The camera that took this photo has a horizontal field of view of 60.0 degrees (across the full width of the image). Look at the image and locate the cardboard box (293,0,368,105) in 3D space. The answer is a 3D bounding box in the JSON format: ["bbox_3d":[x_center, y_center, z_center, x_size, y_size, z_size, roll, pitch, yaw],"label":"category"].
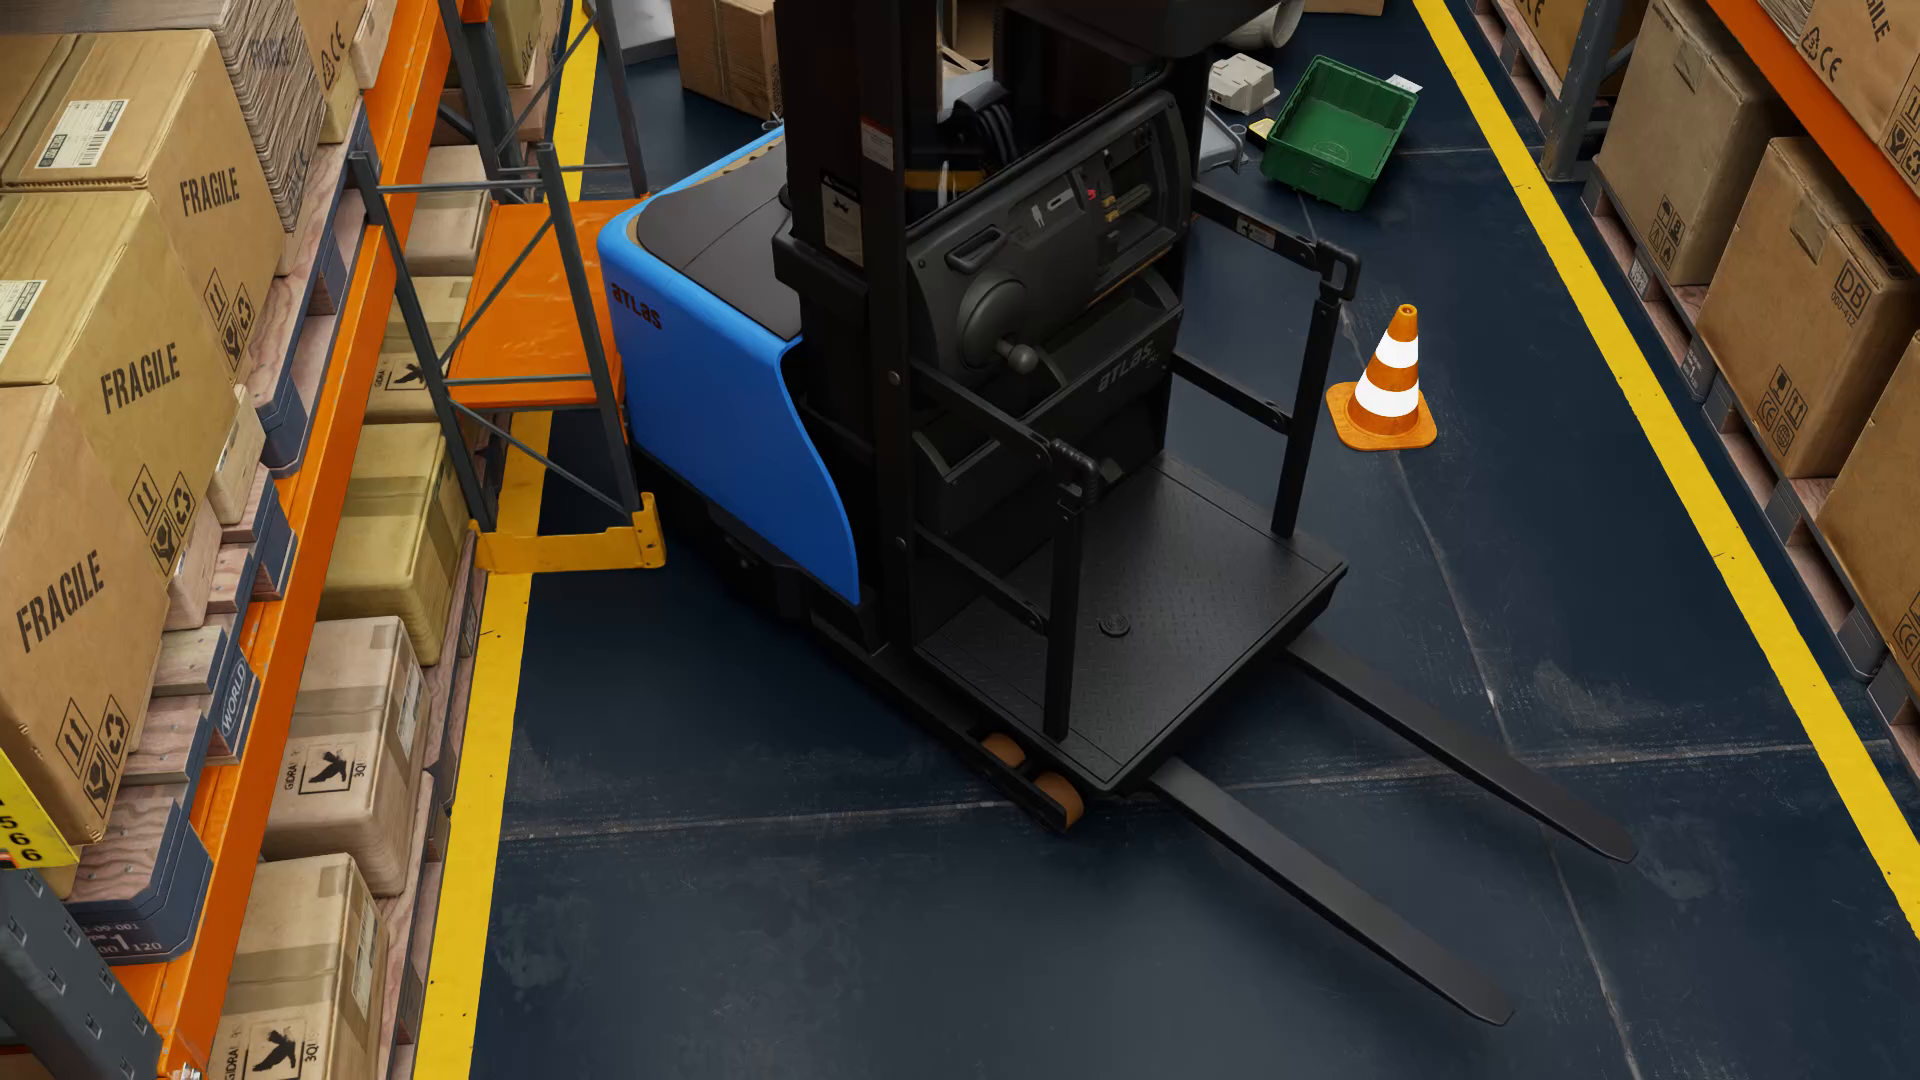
[{"bbox_3d":[-1.757,-1.368,3.917,0.500,0.500,0.500,-2,47,-2],"label":"cardboard box"}]

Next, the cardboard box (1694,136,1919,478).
[{"bbox_3d":[3.039,-0.743,5.148,1.050,0.750,0.750,-3,47,-3],"label":"cardboard box"}]

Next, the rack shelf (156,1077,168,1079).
[{"bbox_3d":[-1.602,2.448,1.361,1.077,0.370,4.000,-3,47,-3],"label":"rack shelf"}]

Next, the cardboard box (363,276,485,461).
[{"bbox_3d":[-1.994,-0.482,5.161,0.950,0.372,0.625,-1,47,-1],"label":"cardboard box"}]

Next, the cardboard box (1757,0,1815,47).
[{"bbox_3d":[2.639,-1.786,4.807,0.500,0.500,0.500,-3,47,-3],"label":"cardboard box"}]

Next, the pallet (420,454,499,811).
[{"bbox_3d":[-1.932,0.267,4.852,1.003,0.211,1.213,-3,47,-3],"label":"pallet"}]

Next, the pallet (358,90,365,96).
[{"bbox_3d":[-2.185,-1.512,4.748,1.003,0.211,1.213,-3,47,-3],"label":"pallet"}]

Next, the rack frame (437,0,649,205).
[{"bbox_3d":[-1.265,-1.185,5.324,0.500,1.500,0.032,-3,47,0],"label":"rack frame"}]

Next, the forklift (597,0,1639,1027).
[{"bbox_3d":[0.391,-0.652,3.849,3.031,2.935,1.130,34,55,28],"label":"forklift"}]

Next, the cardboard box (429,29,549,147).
[{"bbox_3d":[-1.885,-1.782,6.477,0.500,0.250,0.500,-5,47,-5],"label":"cardboard box"}]

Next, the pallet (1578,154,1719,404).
[{"bbox_3d":[2.960,-1.001,6.053,1.003,0.211,1.213,-3,47,-3],"label":"pallet"}]

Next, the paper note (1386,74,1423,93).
[{"bbox_3d":[1.861,-1.925,7.051,0.147,0.020,0.142,-36,56,-29],"label":"paper note"}]

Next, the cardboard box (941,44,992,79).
[{"bbox_3d":[-0.034,-1.920,6.885,0.258,0.266,0.396,-36,56,-29],"label":"cardboard box"}]

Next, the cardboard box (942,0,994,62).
[{"bbox_3d":[0.317,-2.429,7.111,0.797,0.637,0.503,-3,47,-3],"label":"cardboard box"}]

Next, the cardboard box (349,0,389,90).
[{"bbox_3d":[-1.699,-1.282,4.282,0.380,0.149,0.250,-3,47,-3],"label":"cardboard box"}]

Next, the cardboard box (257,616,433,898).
[{"bbox_3d":[-1.876,0.570,4.164,0.950,0.372,0.625,-4,47,-4],"label":"cardboard box"}]

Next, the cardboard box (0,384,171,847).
[{"bbox_3d":[-1.576,0.133,2.495,0.500,0.500,0.500,-5,47,-4],"label":"cardboard box"}]

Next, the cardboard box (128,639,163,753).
[{"bbox_3d":[-1.601,0.243,2.838,0.380,0.149,0.250,-6,47,-6],"label":"cardboard box"}]

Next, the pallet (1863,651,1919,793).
[{"bbox_3d":[3.164,0.764,4.381,1.003,0.211,1.213,-3,47,-3],"label":"pallet"}]

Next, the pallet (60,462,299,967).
[{"bbox_3d":[-1.935,0.311,3.022,1.213,0.211,1.003,-3,47,-3],"label":"pallet"}]

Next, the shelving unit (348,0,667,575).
[{"bbox_3d":[-1.246,-0.808,4.971,0.587,1.500,1.083,-3,47,0],"label":"shelving unit"}]

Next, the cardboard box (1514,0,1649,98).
[{"bbox_3d":[2.837,-2.387,6.619,0.875,0.875,0.875,-3,47,-3],"label":"cardboard box"}]

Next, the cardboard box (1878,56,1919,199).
[{"bbox_3d":[2.720,-1.057,4.116,0.500,0.500,0.500,-3,47,-3],"label":"cardboard box"}]

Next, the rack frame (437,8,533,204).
[{"bbox_3d":[-2.104,-2.140,5.211,1.000,3.000,0.127,-3,47,-3],"label":"rack frame"}]

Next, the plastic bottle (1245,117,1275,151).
[{"bbox_3d":[1.293,-1.612,6.734,0.133,0.061,0.283,-27,52,-23],"label":"plastic bottle"}]

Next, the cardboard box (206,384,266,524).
[{"bbox_3d":[-1.581,-0.158,3.218,0.380,0.149,0.250,-3,47,-3],"label":"cardboard box"}]

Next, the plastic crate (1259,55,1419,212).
[{"bbox_3d":[1.500,-1.613,6.609,0.450,0.188,0.662,25,51,9],"label":"plastic crate"}]

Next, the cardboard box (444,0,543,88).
[{"bbox_3d":[-1.885,-2.040,6.204,0.500,0.500,0.500,-1,47,-1],"label":"cardboard box"}]

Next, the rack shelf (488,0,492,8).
[{"bbox_3d":[-2.272,-3.340,6.842,1.077,0.370,4.000,-3,47,-3],"label":"rack shelf"}]

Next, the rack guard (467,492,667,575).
[{"bbox_3d":[-1.212,-0.018,5.087,0.587,0.250,0.087,-3,47,0],"label":"rack guard"}]

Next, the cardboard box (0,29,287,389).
[{"bbox_3d":[-1.678,-0.627,3.215,0.500,0.500,0.500,-3,47,-3],"label":"cardboard box"}]

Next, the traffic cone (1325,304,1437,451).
[{"bbox_3d":[1.428,-0.580,5.480,0.336,0.463,0.334,-3,47,-3],"label":"traffic cone"}]

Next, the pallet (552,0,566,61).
[{"bbox_3d":[-2.301,-2.550,7.519,1.003,0.211,1.213,-3,47,-3],"label":"pallet"}]

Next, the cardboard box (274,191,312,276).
[{"bbox_3d":[-1.698,-0.723,3.752,0.380,0.149,0.250,-2,47,-2],"label":"cardboard box"}]

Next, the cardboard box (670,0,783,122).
[{"bbox_3d":[-0.838,-2.139,6.930,0.500,0.500,0.500,27,52,23],"label":"cardboard box"}]
